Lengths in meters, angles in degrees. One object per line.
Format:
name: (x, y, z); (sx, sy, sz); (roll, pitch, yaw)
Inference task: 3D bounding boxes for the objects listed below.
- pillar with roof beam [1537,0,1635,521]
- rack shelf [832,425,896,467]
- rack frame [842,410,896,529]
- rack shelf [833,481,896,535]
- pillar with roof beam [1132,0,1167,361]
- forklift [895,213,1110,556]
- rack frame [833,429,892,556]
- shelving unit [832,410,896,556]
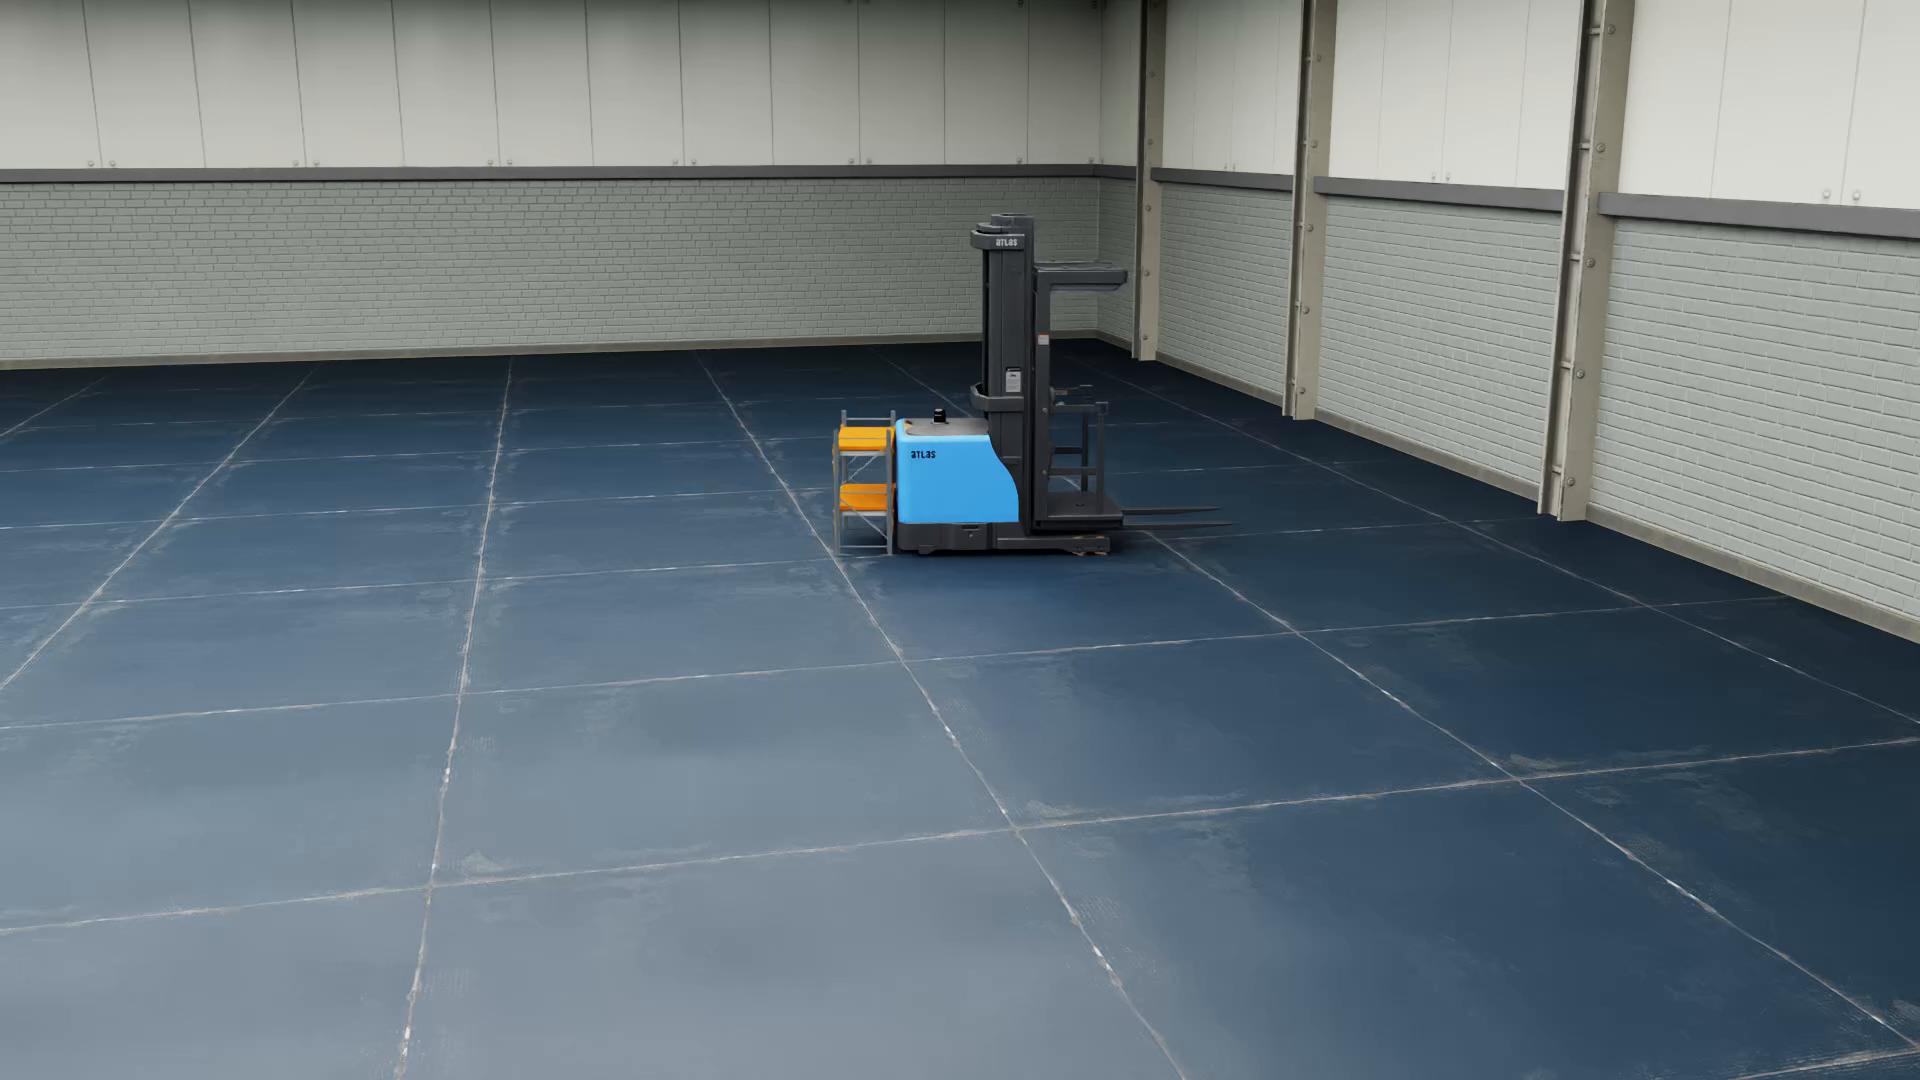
pillar with roof beam: (1.688, -4.366, 14.160); (9.100, 9.000, 0.400); (-3, 14, -13)
rack shelf: (-0.848, -0.817, 14.992); (0.538, 0.278, 1.000); (0, 14, 0)
rack frame: (-0.847, -0.654, 15.555); (0.500, 1.125, 0.032); (0, 14, 0)
rack shelf: (-0.848, -0.295, 15.119); (0.538, 0.278, 1.000); (0, 14, 0)
pillar with roof beam: (-1.130, -7.134, 25.491); (9.100, 9.000, 0.400); (-3, 14, -13)
forklift: (0.934, -1.411, 14.850); (3.031, 2.935, 1.130); (-1, 14, -4)
rack frame: (-0.848, -0.412, 14.568); (0.500, 1.125, 0.032); (0, 14, 0)
shelving unit: (-0.848, -0.533, 15.061); (0.538, 1.125, 1.048); (0, 14, 0)
